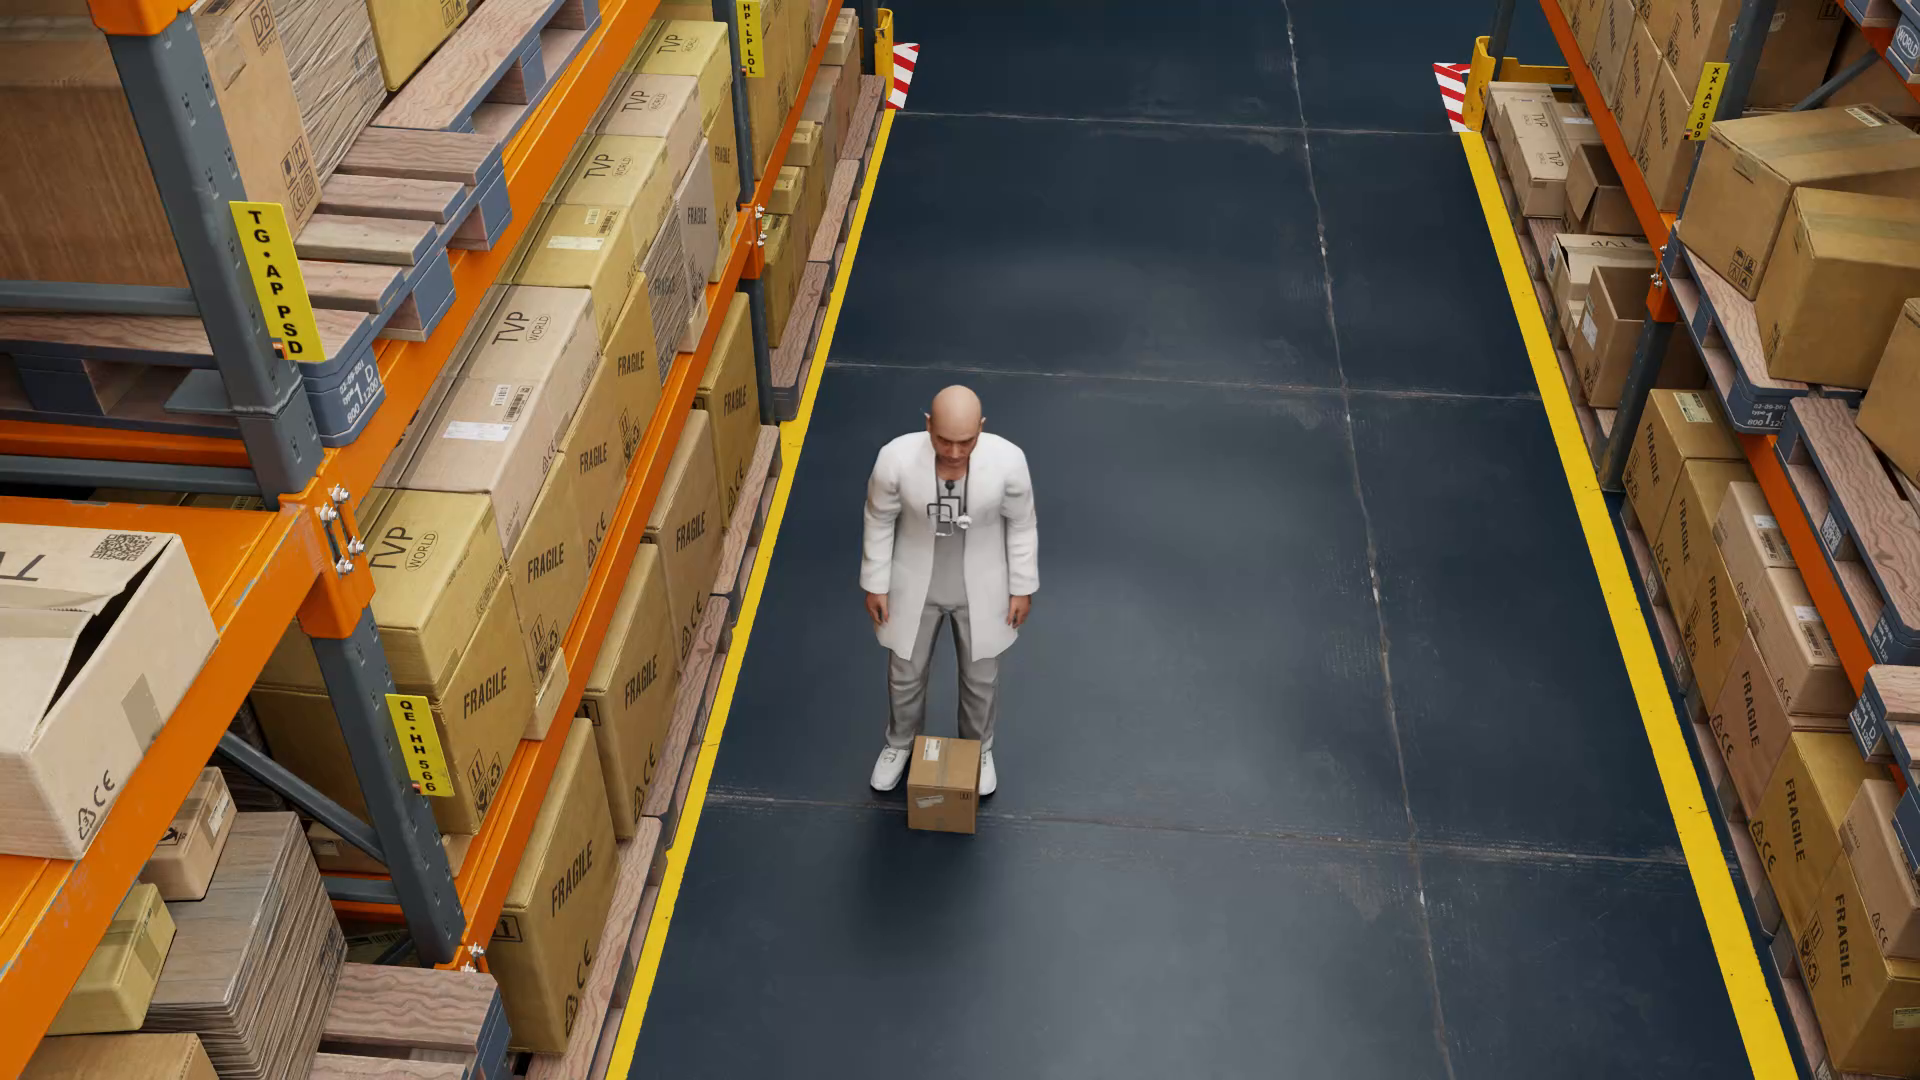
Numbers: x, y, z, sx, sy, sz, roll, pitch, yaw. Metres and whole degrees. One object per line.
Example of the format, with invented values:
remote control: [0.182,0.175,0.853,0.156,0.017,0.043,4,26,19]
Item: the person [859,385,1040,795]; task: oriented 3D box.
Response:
person: [-0.038,0.176,5.956,0.645,1.772,0.429,1,40,1]
